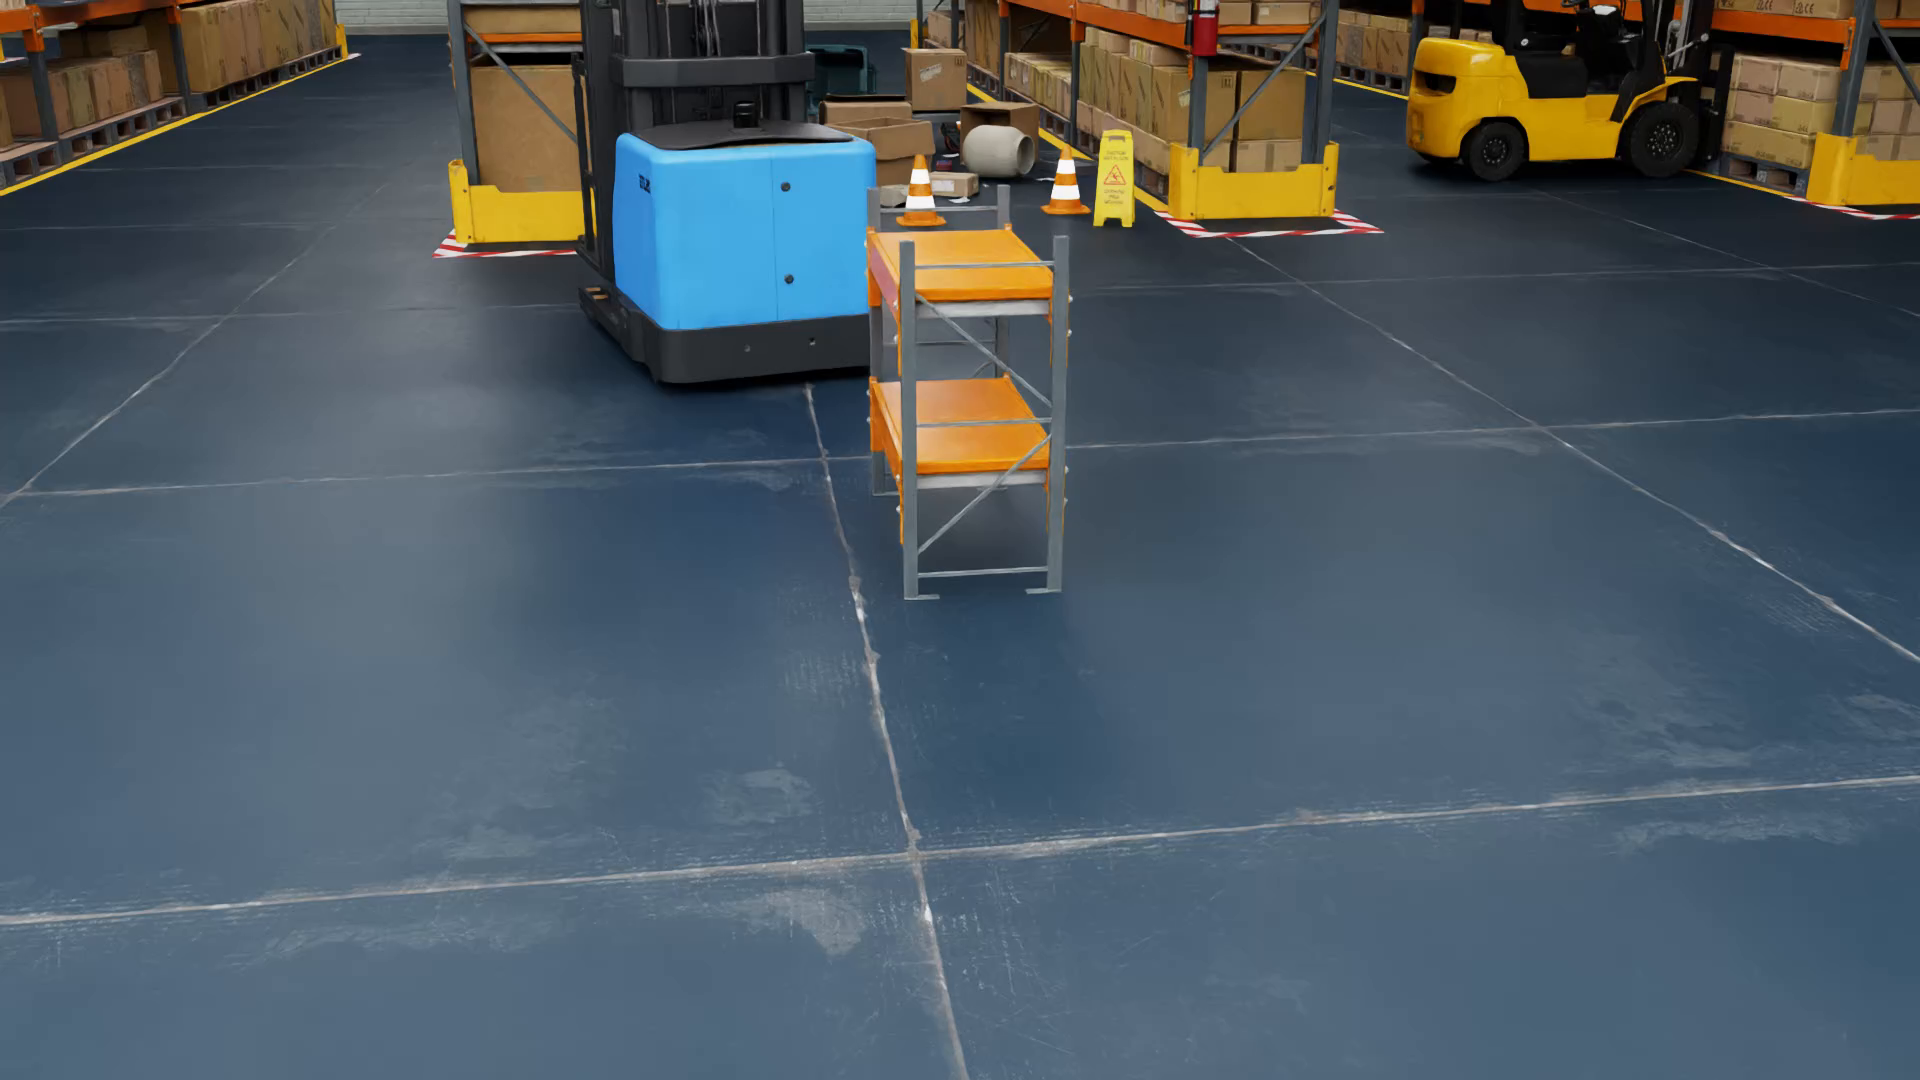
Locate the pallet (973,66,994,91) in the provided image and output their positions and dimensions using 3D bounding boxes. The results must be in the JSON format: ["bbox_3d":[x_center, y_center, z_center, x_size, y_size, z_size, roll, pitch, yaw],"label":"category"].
[{"bbox_3d":[0.747,-5.899,21.207,1.003,0.211,1.213,-3,21,-8],"label":"pallet"}]

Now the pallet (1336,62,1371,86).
[{"bbox_3d":[5.628,-6.134,21.837,1.003,0.211,1.213,-3,21,-8],"label":"pallet"}]

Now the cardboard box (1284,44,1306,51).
[{"bbox_3d":[4.923,-7.182,24.134,0.380,0.149,0.250,-4,21,-9],"label":"cardboard box"}]

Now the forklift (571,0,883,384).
[{"bbox_3d":[-1.392,-2.546,8.344,1.130,2.935,3.031,-8,22,-21],"label":"forklift"}]

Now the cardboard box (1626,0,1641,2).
[{"bbox_3d":[6.344,-5.074,14.871,0.500,0.500,0.500,-3,21,-7],"label":"cardboard box"}]

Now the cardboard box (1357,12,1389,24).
[{"bbox_3d":[5.400,-6.794,21.665,0.380,0.149,0.250,-3,21,-8],"label":"cardboard box"}]

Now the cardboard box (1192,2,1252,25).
[{"bbox_3d":[1.847,-3.738,11.796,0.380,0.149,0.250,-2,21,-6],"label":"cardboard box"}]

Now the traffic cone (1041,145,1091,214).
[{"bbox_3d":[0.774,-2.632,12.102,0.336,0.463,0.334,-3,21,-8],"label":"traffic cone"}]

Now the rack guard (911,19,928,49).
[{"bbox_3d":[-0.198,-8.114,26.726,1.175,0.500,0.348,-3,21,-8],"label":"rack guard"}]

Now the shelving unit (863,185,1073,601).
[{"bbox_3d":[-0.001,-0.529,5.526,0.538,1.125,1.048,-3,21,-8],"label":"shelving unit"}]

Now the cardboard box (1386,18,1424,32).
[{"bbox_3d":[5.479,-6.339,20.447,0.380,0.149,0.250,-4,21,-11],"label":"cardboard box"}]

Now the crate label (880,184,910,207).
[{"bbox_3d":[-0.450,-2.575,12.415,0.250,0.136,0.298,-15,25,-35],"label":"crate label"}]

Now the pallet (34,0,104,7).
[{"bbox_3d":[-8.237,-4.804,14.565,1.003,0.211,1.213,-3,21,-8],"label":"pallet"}]

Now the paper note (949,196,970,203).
[{"bbox_3d":[0.006,-2.573,12.561,0.148,0.019,0.142,-11,23,-26],"label":"paper note"}]

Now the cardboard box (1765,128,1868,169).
[{"bbox_3d":[6.643,-3.044,12.908,0.500,0.250,0.500,-3,21,-7],"label":"cardboard box"}]

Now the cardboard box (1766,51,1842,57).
[{"bbox_3d":[7.005,-3.888,13.739,0.500,0.250,0.500,-3,21,-8],"label":"cardboard box"}]

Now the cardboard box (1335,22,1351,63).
[{"bbox_3d":[5.295,-6.633,22.161,0.500,0.500,0.500,-4,21,-9],"label":"cardboard box"}]

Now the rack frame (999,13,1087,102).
[{"bbox_3d":[0.959,-6.507,18.850,1.000,3.000,0.127,-3,21,-8],"label":"rack frame"}]

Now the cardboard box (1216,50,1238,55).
[{"bbox_3d":[2.036,-3.838,13.962,0.500,0.500,0.500,-2,21,-5],"label":"cardboard box"}]

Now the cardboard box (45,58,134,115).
[{"bbox_3d":[-8.550,-4.424,16.217,0.700,0.500,0.500,-1,21,-3],"label":"cardboard box"}]

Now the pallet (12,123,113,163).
[{"bbox_3d":[-8.385,-3.585,15.013,1.003,0.211,1.213,-3,21,-8],"label":"pallet"}]

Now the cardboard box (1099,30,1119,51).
[{"bbox_3d":[1.388,-4.243,14.121,0.380,0.149,0.250,-2,21,-6],"label":"cardboard box"}]

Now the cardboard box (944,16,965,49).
[{"bbox_3d":[0.269,-7.421,24.359,0.875,0.438,0.875,-4,21,-9],"label":"cardboard box"}]

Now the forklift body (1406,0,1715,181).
[{"bbox_3d":[4.945,-4.155,13.768,2.313,2.155,1.214,-3,21,-8],"label":"forklift body"}]

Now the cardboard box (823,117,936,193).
[{"bbox_3d":[-0.646,-3.048,13.157,0.637,0.503,0.797,17,27,39],"label":"cardboard box"}]

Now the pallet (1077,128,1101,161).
[{"bbox_3d":[1.667,-3.585,15.012,1.003,0.211,1.213,-3,21,-8],"label":"pallet"}]

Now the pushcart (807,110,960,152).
[{"bbox_3d":[-0.713,-3.761,15.247,1.648,0.377,0.936,-11,23,-26],"label":"pushcart"}]

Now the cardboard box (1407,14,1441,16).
[{"bbox_3d":[5.944,-6.646,21.269,0.380,0.149,0.250,-3,21,-9],"label":"cardboard box"}]

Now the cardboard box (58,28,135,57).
[{"bbox_3d":[-8.635,-4.980,16.634,0.500,0.250,0.500,-1,20,-2],"label":"cardboard box"}]

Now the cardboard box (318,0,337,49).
[{"bbox_3d":[-9.829,-7.760,24.644,0.875,0.875,0.875,-3,21,-8],"label":"cardboard box"}]

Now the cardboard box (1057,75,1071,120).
[{"bbox_3d":[1.458,-4.269,16.014,0.950,0.372,0.625,-3,21,-7],"label":"cardboard box"}]

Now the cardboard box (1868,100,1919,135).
[{"bbox_3d":[7.161,-3.304,12.892,0.500,0.250,0.500,-3,21,-7],"label":"cardboard box"}]

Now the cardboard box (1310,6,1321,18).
[{"bbox_3d":[5.082,-7.335,23.114,0.380,0.149,0.250,-2,21,-5],"label":"cardboard box"}]

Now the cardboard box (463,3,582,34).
[{"bbox_3d":[-2.870,-3.649,10.983,0.875,0.550,0.550,-3,21,-8],"label":"cardboard box"}]

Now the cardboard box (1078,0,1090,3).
[{"bbox_3d":[1.264,-4.879,14.851,0.380,0.149,0.250,-3,21,-8],"label":"cardboard box"}]

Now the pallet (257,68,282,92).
[{"bbox_3d":[-9.238,-5.822,21.003,1.003,0.211,1.213,-3,21,-8],"label":"pallet"}]

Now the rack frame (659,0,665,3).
[{"bbox_3d":[-5.078,-8.992,25.504,1.000,3.000,0.127,-3,21,-8],"label":"rack frame"}]

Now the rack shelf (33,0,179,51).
[{"bbox_3d":[-8.559,-4.977,15.784,1.077,0.370,4.000,-3,21,-8],"label":"rack shelf"}]

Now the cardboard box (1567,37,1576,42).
[{"bbox_3d":[6.256,-4.907,17.360,0.875,0.625,0.625,-3,21,-8],"label":"cardboard box"}]

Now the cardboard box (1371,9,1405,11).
[{"bbox_3d":[5.782,-7.098,22.479,0.380,0.149,0.250,-4,21,-10],"label":"cardboard box"}]

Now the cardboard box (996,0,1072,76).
[{"bbox_3d":[0.942,-5.951,19.800,0.875,0.875,0.875,-3,21,-8],"label":"cardboard box"}]

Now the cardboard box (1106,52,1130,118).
[{"bbox_3d":[1.515,-3.799,13.859,0.500,0.500,0.500,-2,21,-5],"label":"cardboard box"}]

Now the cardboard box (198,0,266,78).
[{"bbox_3d":[-9.182,-6.063,20.099,1.225,0.875,0.875,-4,21,-10],"label":"cardboard box"}]

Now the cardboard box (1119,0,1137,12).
[{"bbox_3d":[1.503,-4.350,13.434,0.380,0.149,0.250,-3,21,-8],"label":"cardboard box"}]

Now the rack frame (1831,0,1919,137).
[{"bbox_3d":[7.024,-3.988,12.108,1.000,3.000,0.127,-3,21,-8],"label":"rack frame"}]

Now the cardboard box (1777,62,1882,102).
[{"bbox_3d":[6.649,-3.509,12.725,0.500,0.250,0.500,-2,21,-6],"label":"cardboard box"}]

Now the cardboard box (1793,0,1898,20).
[{"bbox_3d":[6.693,-4.192,12.511,0.500,0.500,0.500,-3,21,-9],"label":"cardboard box"}]

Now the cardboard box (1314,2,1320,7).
[{"bbox_3d":[5.142,-7.478,23.070,0.380,0.149,0.250,-3,21,-9],"label":"cardboard box"}]

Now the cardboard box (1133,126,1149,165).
[{"bbox_3d":[1.663,-3.091,13.036,0.500,0.250,0.500,-3,21,-8],"label":"cardboard box"}]
